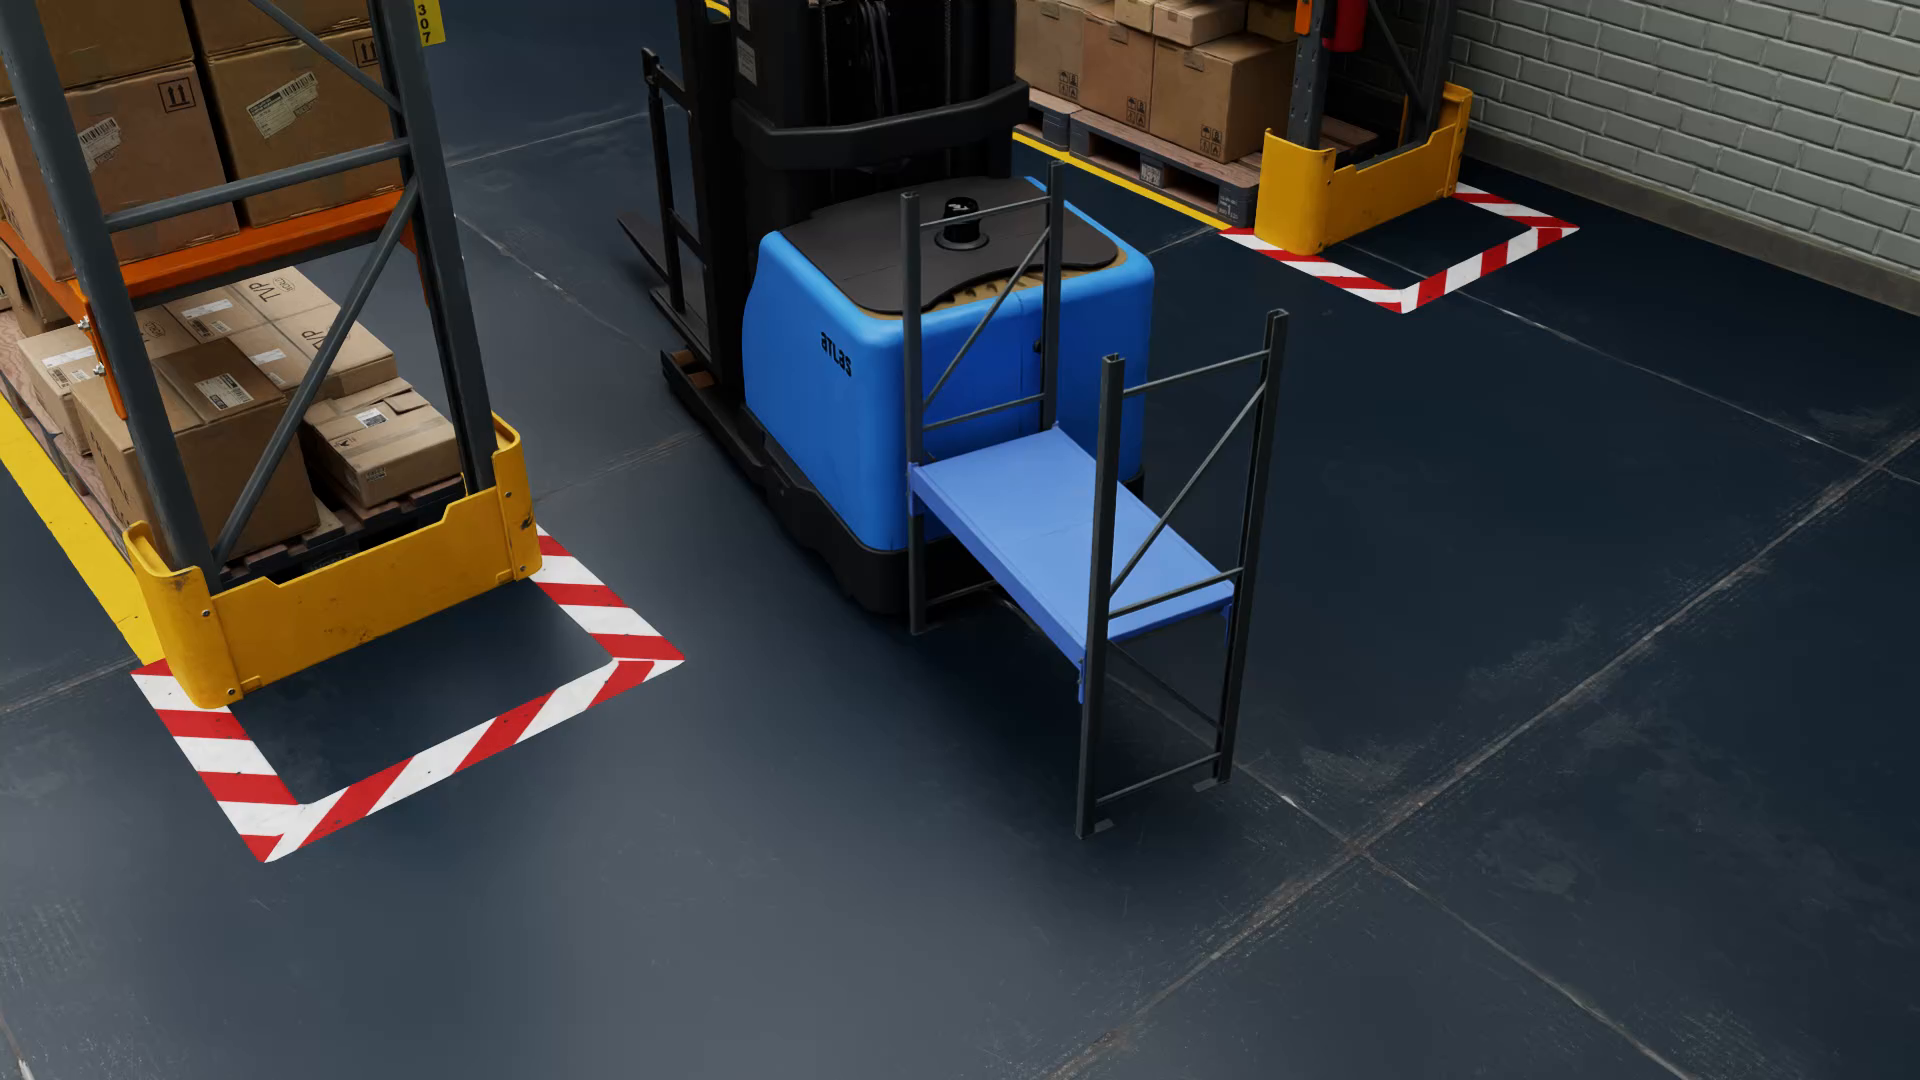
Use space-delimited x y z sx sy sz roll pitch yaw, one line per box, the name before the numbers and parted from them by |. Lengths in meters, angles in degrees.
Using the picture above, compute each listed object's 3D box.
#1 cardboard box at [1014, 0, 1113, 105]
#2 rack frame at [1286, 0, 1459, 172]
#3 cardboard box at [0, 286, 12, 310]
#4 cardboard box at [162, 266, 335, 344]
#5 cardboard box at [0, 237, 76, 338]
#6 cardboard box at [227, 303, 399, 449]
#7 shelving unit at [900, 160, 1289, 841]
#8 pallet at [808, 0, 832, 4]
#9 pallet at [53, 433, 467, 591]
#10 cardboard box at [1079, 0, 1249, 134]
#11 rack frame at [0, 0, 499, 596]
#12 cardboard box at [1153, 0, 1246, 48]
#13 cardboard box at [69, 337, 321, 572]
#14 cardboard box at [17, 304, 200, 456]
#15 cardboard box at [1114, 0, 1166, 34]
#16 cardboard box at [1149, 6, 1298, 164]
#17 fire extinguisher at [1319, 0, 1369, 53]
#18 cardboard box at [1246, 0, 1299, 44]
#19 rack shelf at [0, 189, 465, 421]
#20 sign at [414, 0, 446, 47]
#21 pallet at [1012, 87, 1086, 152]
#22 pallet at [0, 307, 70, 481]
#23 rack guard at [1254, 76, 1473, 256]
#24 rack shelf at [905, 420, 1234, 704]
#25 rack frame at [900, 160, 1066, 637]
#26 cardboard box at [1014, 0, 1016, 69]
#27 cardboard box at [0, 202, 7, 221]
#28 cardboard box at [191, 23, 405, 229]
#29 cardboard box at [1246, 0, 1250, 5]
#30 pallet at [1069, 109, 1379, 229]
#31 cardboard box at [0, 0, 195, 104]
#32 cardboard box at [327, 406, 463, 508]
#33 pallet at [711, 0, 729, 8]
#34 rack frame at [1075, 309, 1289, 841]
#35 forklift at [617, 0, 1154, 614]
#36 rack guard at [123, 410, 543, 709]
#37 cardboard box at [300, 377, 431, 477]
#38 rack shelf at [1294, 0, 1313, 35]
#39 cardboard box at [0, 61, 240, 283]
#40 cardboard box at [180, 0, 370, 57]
cardboard box | 0.711 -2.672 8.726 0.700 0.500 0.500 -28 44 -33
rack frame | 1.887 -2.806 7.117 1.000 3.000 0.127 -26 43 -32
cardboard box | -3.805 -1.102 6.781 0.380 0.166 0.250 -26 43 -32
cardboard box | -2.674 -0.802 6.285 0.500 0.250 0.500 -26 43 -32
cardboard box | -3.260 -1.056 6.425 0.797 0.503 0.637 -26 43 -32
cardboard box | -2.352 -0.581 5.973 0.500 0.250 0.500 -26 43 -32
shelving unit | 0.307 -0.118 4.619 0.538 1.500 1.048 -17 39 -23
pallet | -0.263 -3.069 9.901 1.003 0.211 1.213 -26 43 -32
pallet | -2.459 -0.204 5.855 1.003 0.211 1.213 -26 43 -32
cardboard box | 1.036 -2.450 8.413 0.700 0.500 0.500 -26 43 -32
rack frame | -1.895 -0.957 4.506 1.000 3.000 0.127 -26 43 -32
cardboard box | 1.137 -2.482 7.898 0.380 0.149 0.250 -27 43 -32
cardboard box | -2.434 -0.264 5.310 0.500 0.500 0.500 -26 43 -32
cardboard box | -3.024 -0.593 5.990 0.500 0.250 0.500 -26 43 -32
cardboard box | 0.971 -2.595 8.057 0.380 0.149 0.250 -25 42 -31
cardboard box | 1.359 -2.229 8.101 0.700 0.500 0.500 -26 43 -32
fire extinguisher | 1.632 -2.383 6.910 0.296 0.674 0.183 -26 43 -32
cardboard box | 1.592 -2.513 7.941 0.380 0.149 0.250 -26 43 -31
rack shelf | -3.185 -1.546 5.960 1.077 0.370 4.000 -26 43 -32
sign | -1.480 -1.512 4.541 0.100 0.325 0.005 -26 43 -32
pallet | 0.528 -2.530 9.140 1.003 0.211 1.213 -26 43 -32
pallet | -3.242 -0.742 6.616 1.003 0.211 1.213 -26 43 -32
rack guard | 1.902 -1.775 7.824 1.175 0.500 0.348 -26 43 -32
rack shelf | 0.307 0.029 4.723 0.538 0.185 1.000 -17 39 -23
rack frame | 0.067 -0.377 4.985 0.500 1.500 0.032 -17 39 -23
cardboard box | 0.361 -2.904 9.055 0.700 0.500 0.500 -25 42 -31
cardboard box | -2.729 -1.321 4.934 0.500 0.500 0.500 -26 43 -31
cardboard box | -1.980 -1.292 4.892 0.500 0.500 0.500 -25 42 -31
cardboard box | 1.265 -2.736 8.257 0.380 0.149 0.250 -26 43 -32
pallet | 1.311 -1.992 8.380 1.003 0.211 1.213 -26 43 -32
cardboard box | -2.392 -1.499 4.320 0.500 0.500 0.500 -26 43 -32
cardboard box | -1.903 -0.286 5.644 0.380 0.149 0.250 -26 43 -32
pallet | -1.250 -3.747 10.857 1.003 0.211 1.213 -26 43 -32
rack frame | 0.546 0.141 4.253 0.500 1.500 0.032 -17 39 -23
forklift | -0.521 -1.792 5.745 1.130 2.935 3.031 -17 39 -23
rack guard | -1.944 0.030 5.275 1.175 0.500 0.348 -26 43 -32
cardboard box | -2.064 -0.403 5.795 0.380 0.166 0.250 -26 43 -32
rack shelf | 0.596 -3.395 8.571 1.077 0.370 4.000 -26 43 -32
cardboard box | -2.392 -1.094 4.612 0.500 0.500 0.500 -25 42 -30
cardboard box | -1.980 -1.700 4.603 0.500 0.500 0.500 -25 42 -30
